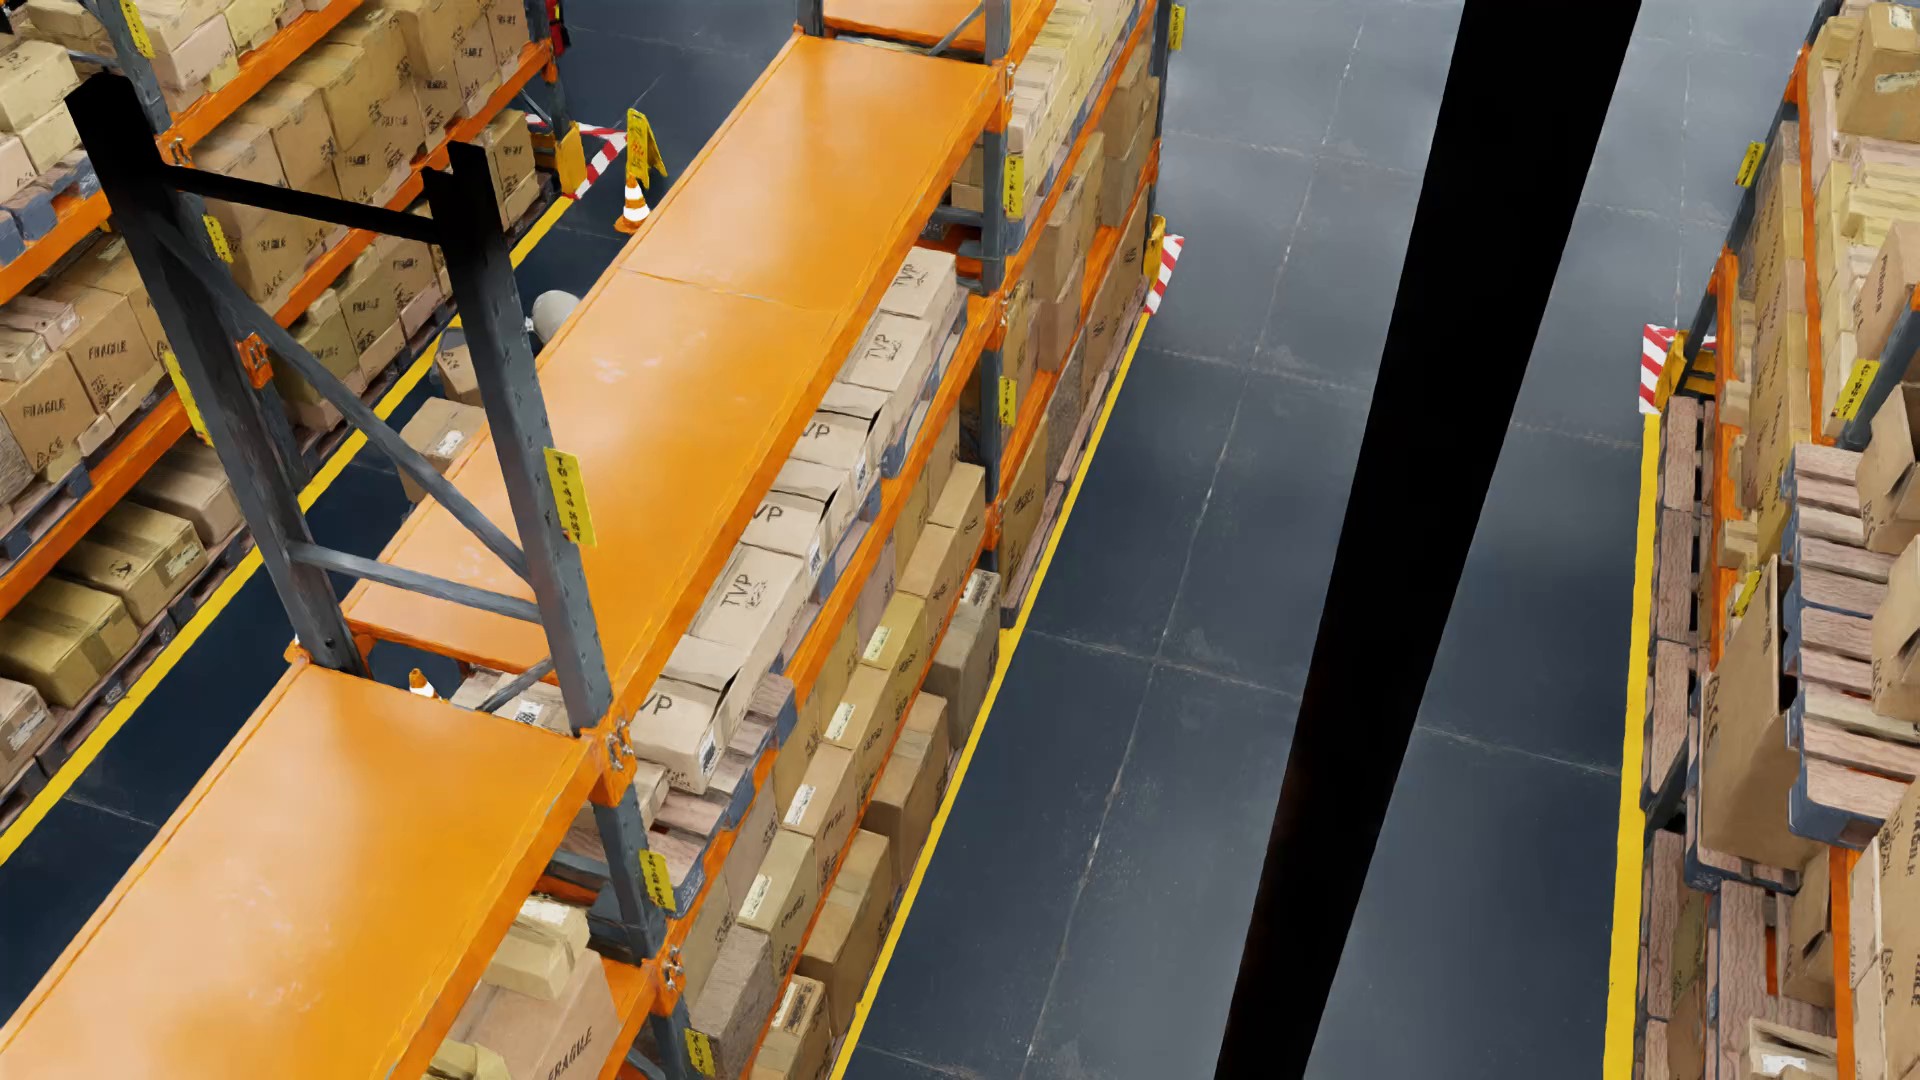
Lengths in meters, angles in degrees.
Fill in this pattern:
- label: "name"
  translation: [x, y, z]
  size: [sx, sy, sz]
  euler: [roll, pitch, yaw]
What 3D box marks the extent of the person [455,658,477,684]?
- label: "person"
  translation: [-2.399, 0.597, 8.908]
  size: [0.624, 1.760, 0.506]
  euler: [-32, 54, -28]
